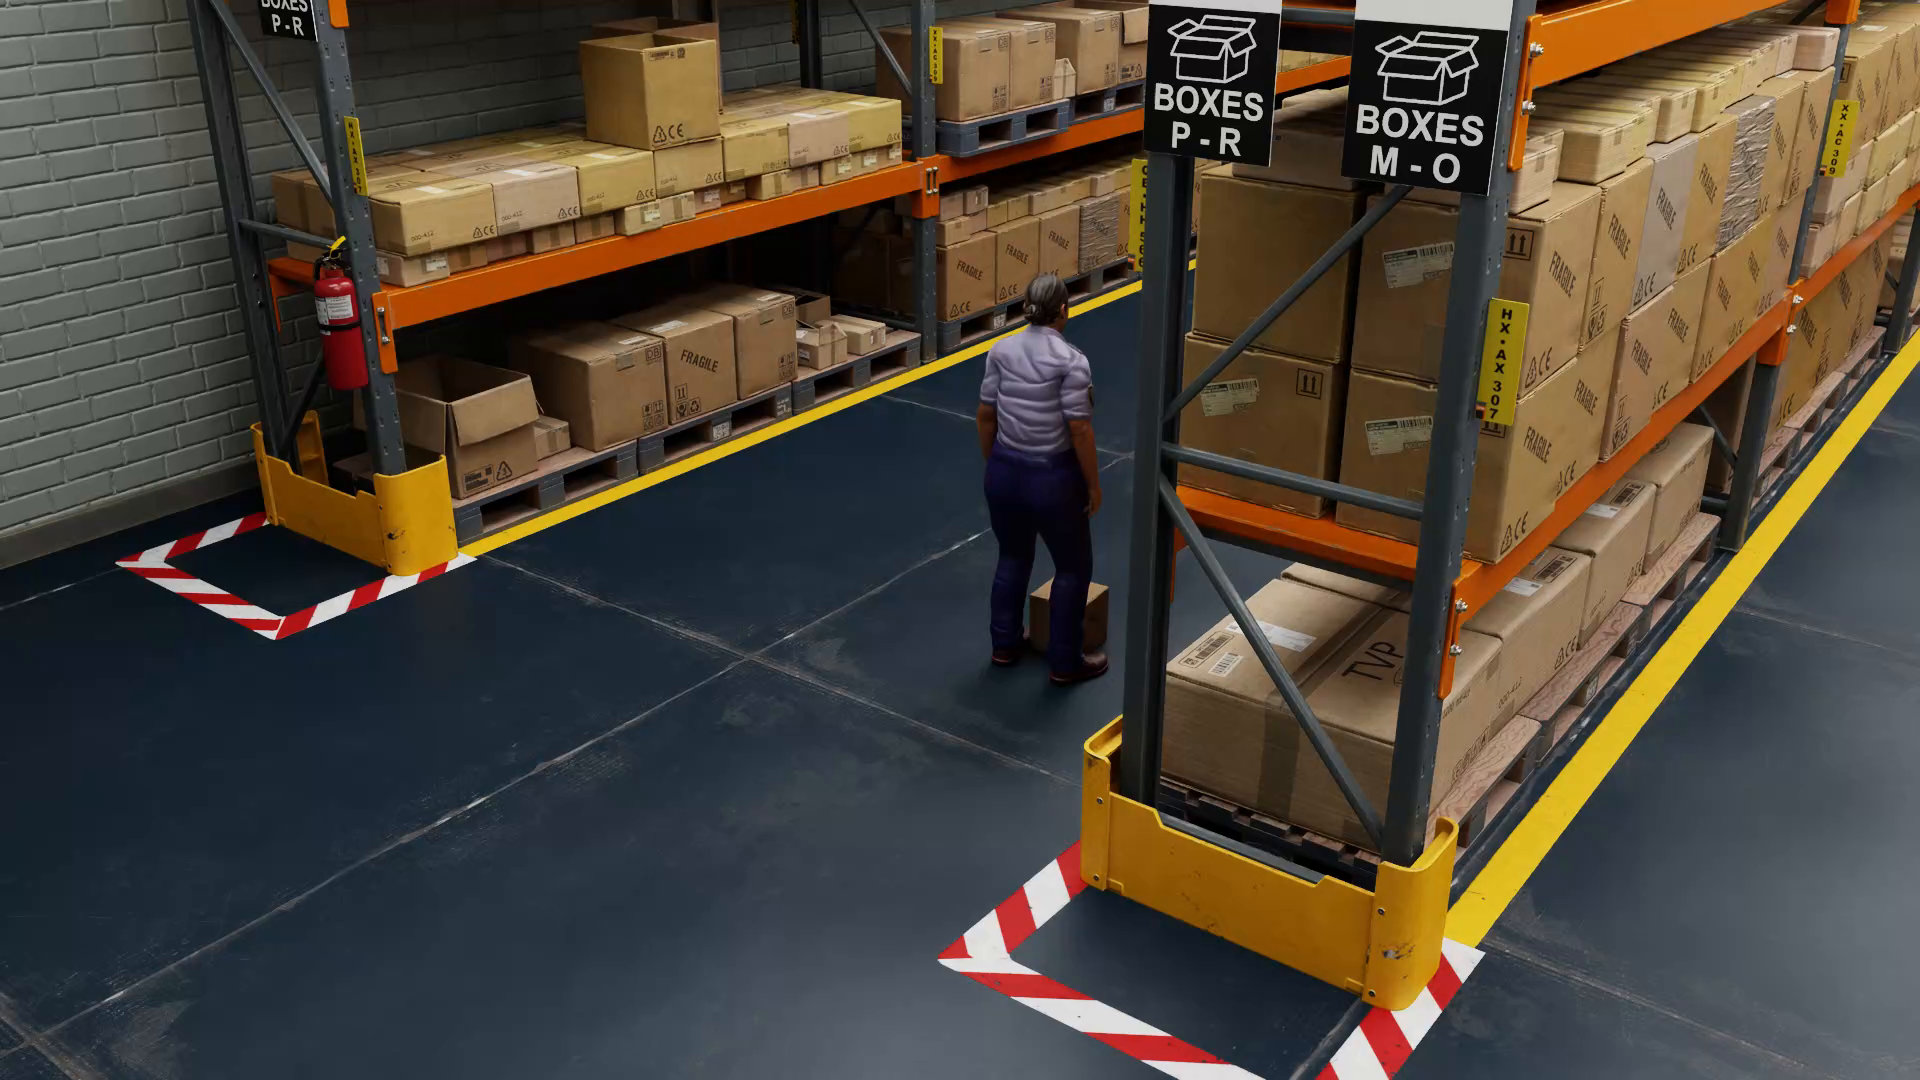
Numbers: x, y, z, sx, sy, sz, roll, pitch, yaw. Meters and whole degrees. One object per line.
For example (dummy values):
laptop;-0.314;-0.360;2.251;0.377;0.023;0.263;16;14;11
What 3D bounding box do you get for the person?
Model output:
person;0.323;-0.233;6.642;0.545;1.650;0.375;15;28;31
